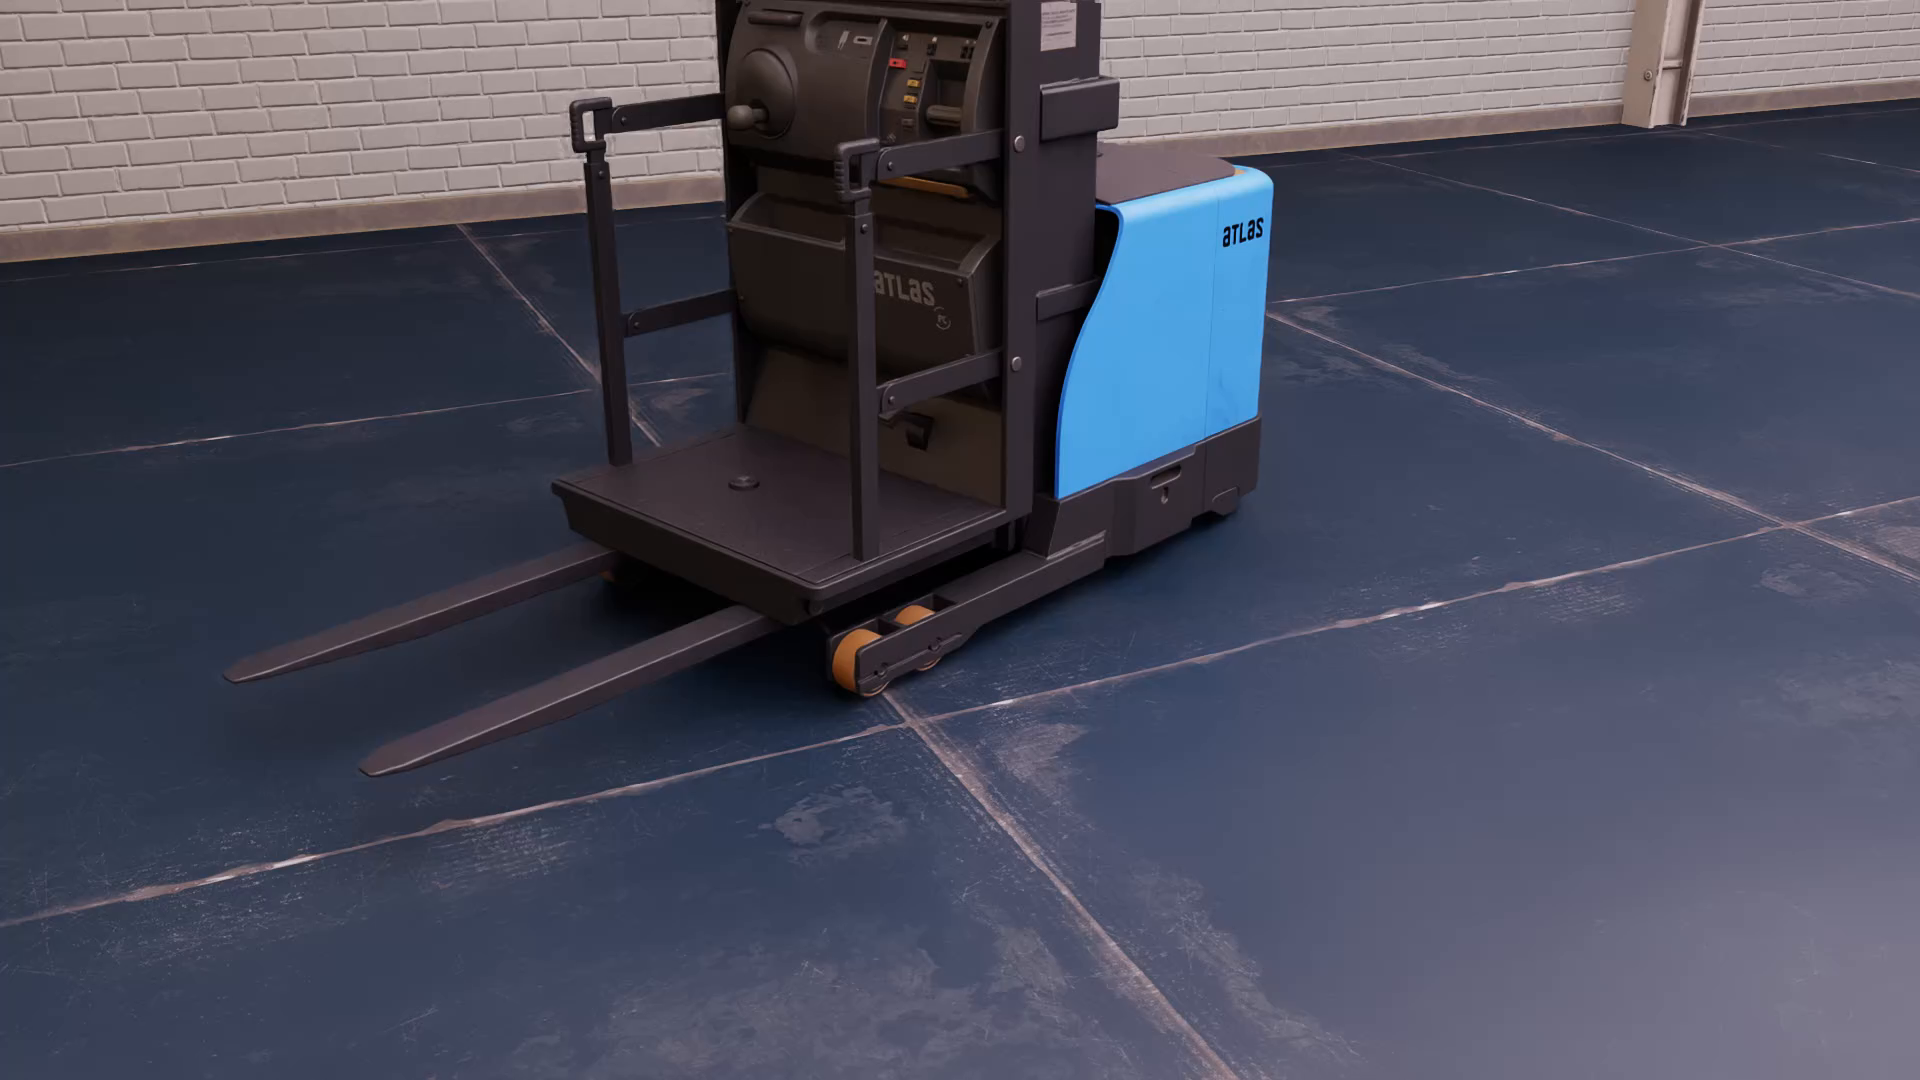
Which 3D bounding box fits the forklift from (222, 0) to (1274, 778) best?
[{"bbox_3d":[-0.413,-1.182,4.131,1.130,2.935,3.031,19,29,39],"label":"forklift"}]
